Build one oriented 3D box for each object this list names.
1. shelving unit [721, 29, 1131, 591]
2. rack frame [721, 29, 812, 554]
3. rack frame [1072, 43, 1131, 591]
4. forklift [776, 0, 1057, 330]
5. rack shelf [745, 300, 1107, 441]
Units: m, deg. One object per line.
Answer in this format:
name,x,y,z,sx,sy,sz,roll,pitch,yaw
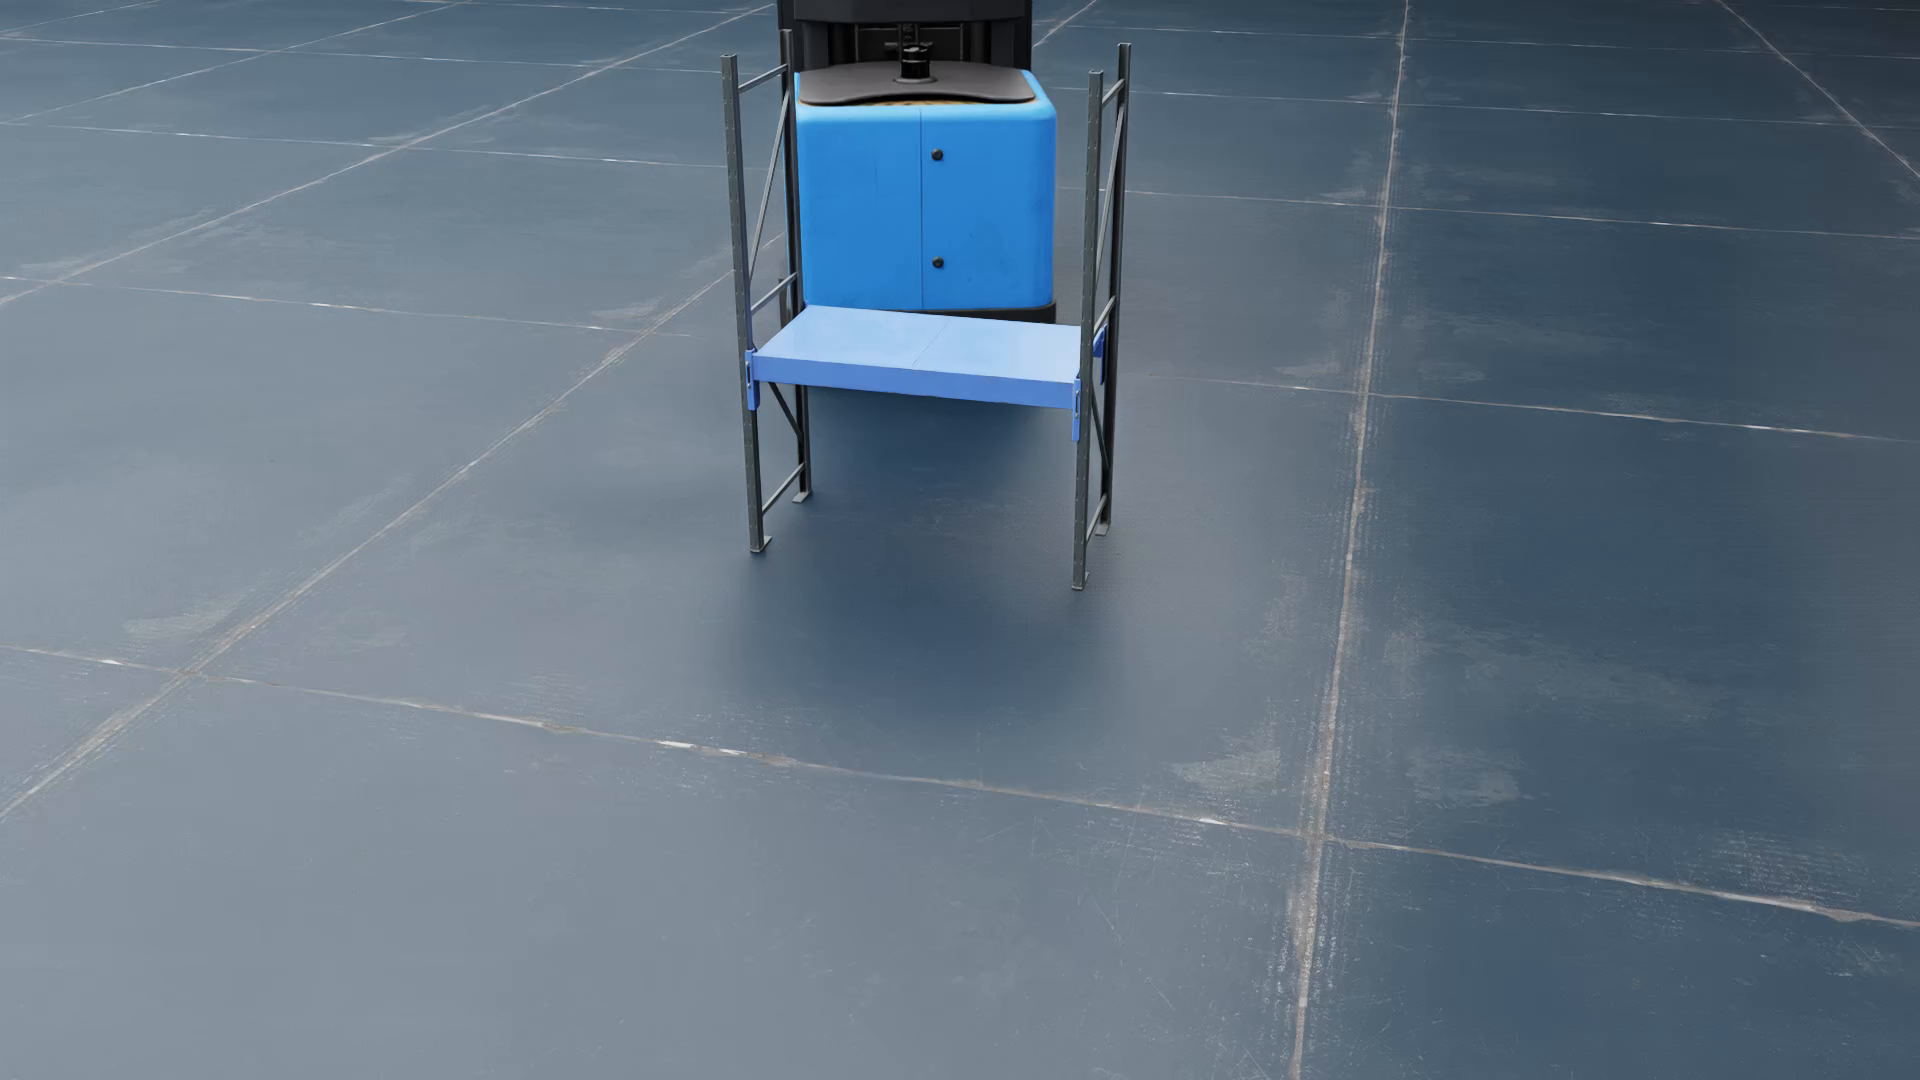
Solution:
shelving unit,-0.083,-0.686,4.947,1.048,1.500,0.538,6,26,13
rack frame,-0.575,-0.741,5.061,0.032,1.500,0.500,6,26,13
rack frame,0.410,-0.632,4.832,0.032,1.500,0.500,6,26,13
forklift,-0.254,-2.568,7.233,1.130,2.935,3.031,-2,26,-4
rack shelf,-0.083,-0.524,5.024,1.000,0.185,0.538,6,26,13
